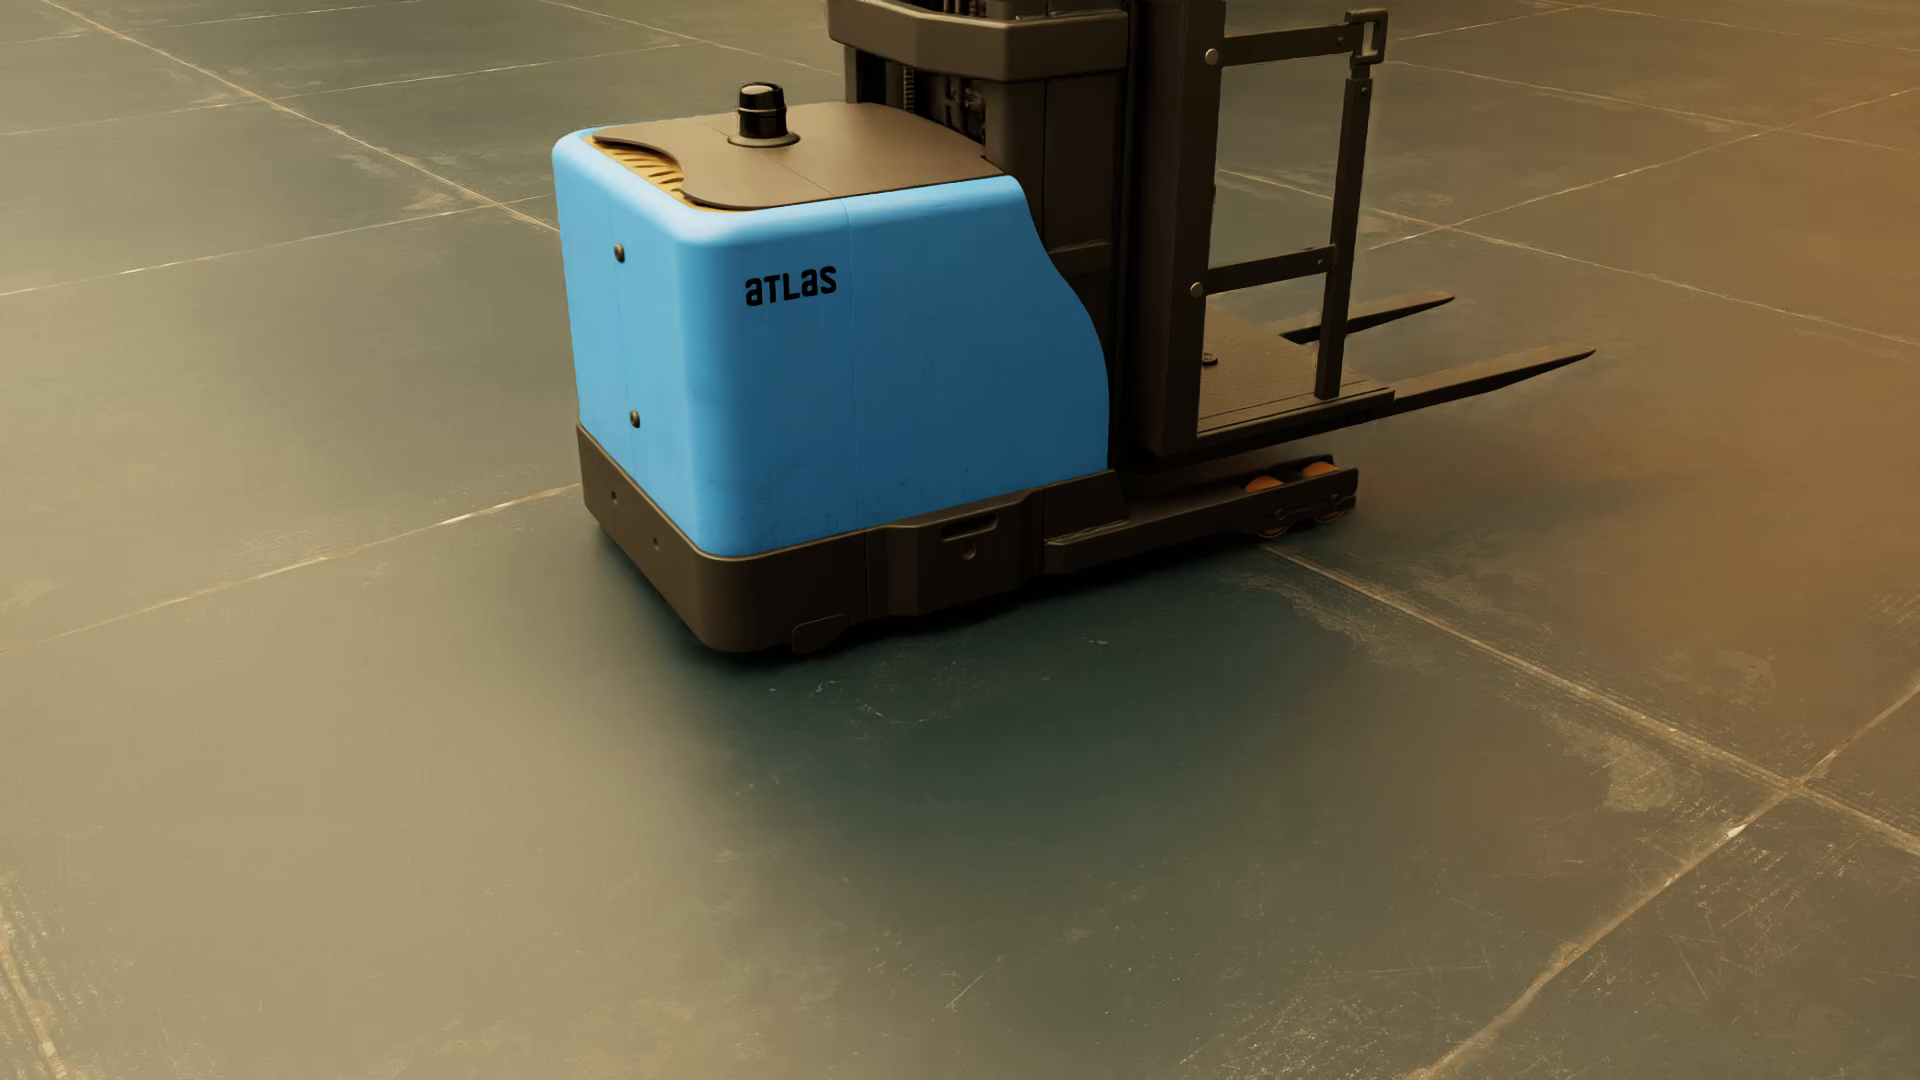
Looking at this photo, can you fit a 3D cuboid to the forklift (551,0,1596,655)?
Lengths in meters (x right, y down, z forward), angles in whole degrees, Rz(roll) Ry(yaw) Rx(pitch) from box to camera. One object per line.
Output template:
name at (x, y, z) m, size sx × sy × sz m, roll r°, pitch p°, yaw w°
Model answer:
forklift at (0.509, -1.506, 4.239) m, size 3.031 × 2.935 × 1.130 m, roll -14°, pitch 30°, yaw -26°
